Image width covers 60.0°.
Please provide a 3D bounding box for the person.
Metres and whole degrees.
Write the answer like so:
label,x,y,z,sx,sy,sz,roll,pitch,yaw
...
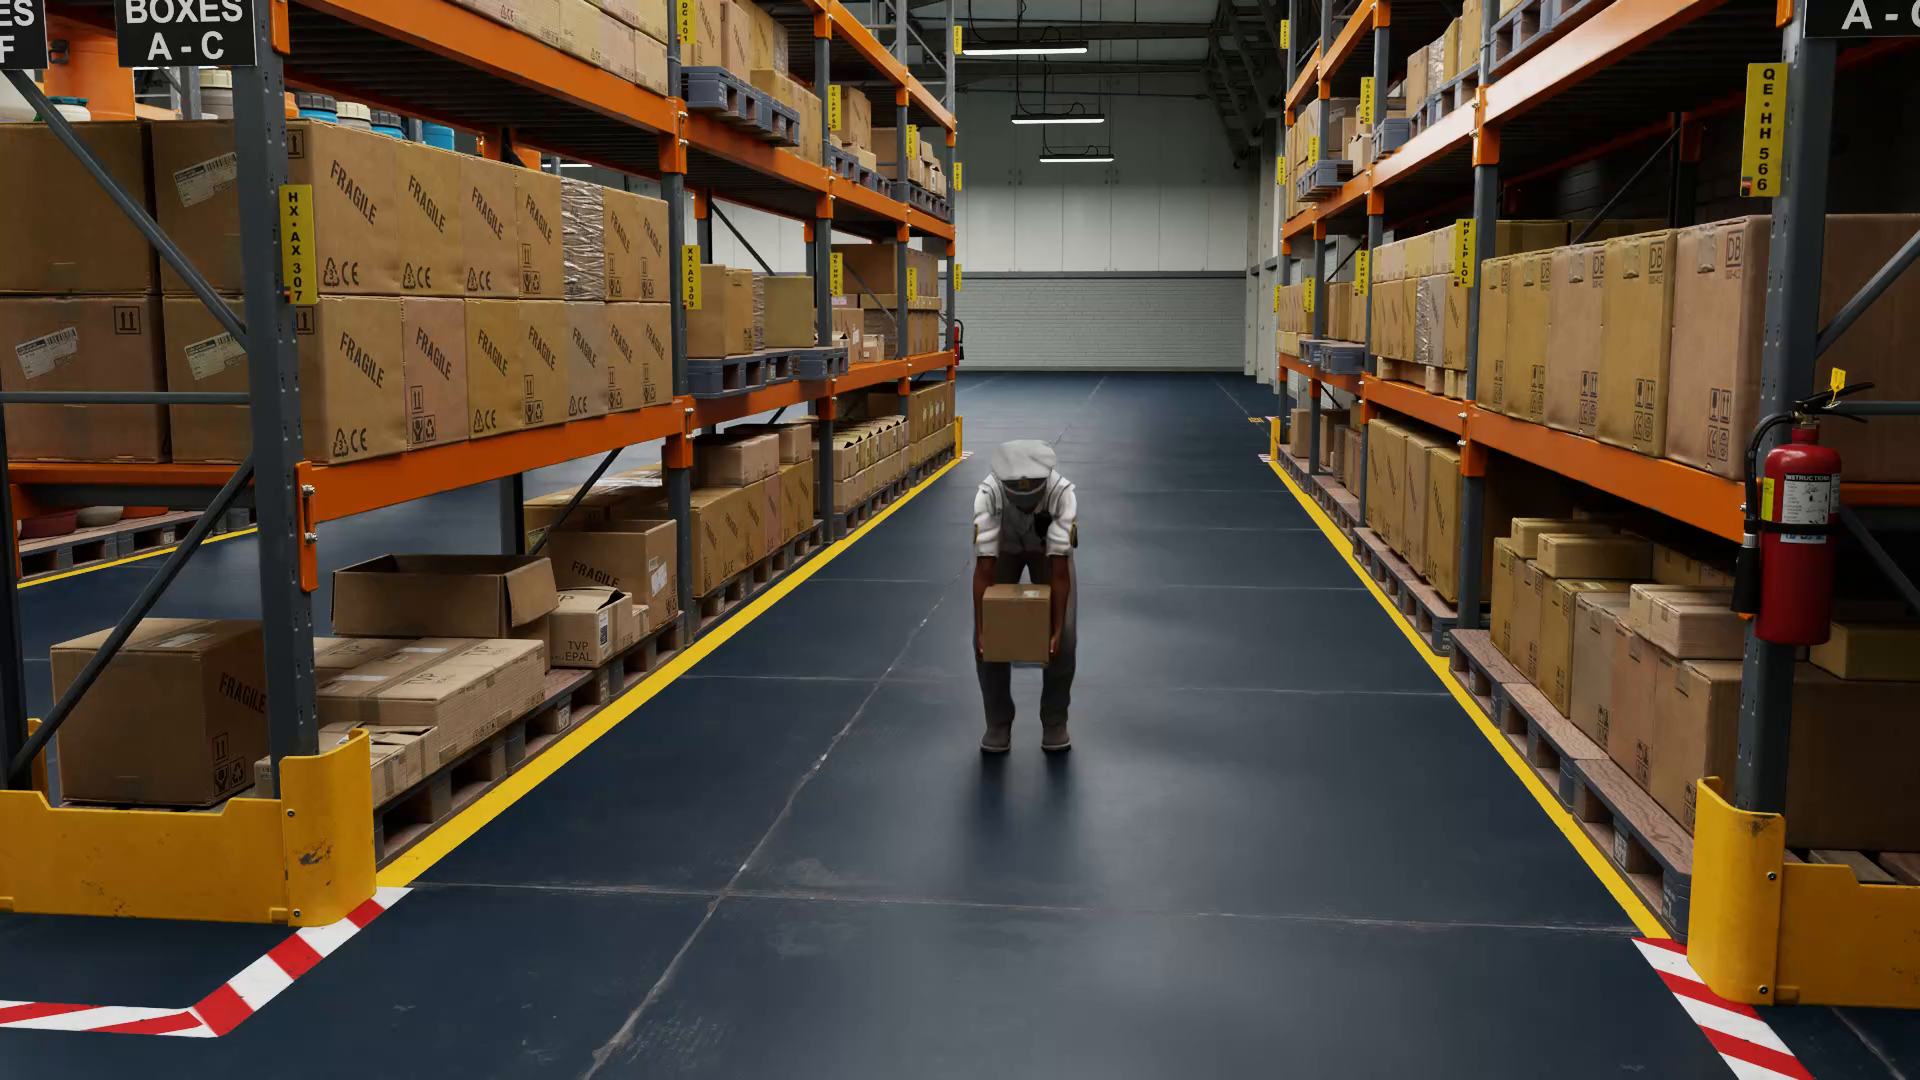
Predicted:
label,x,y,z,sx,sy,sz,roll,pitch,yaw
person,0.254,0.228,6.550,0.417,1.284,0.892,1,8,4
